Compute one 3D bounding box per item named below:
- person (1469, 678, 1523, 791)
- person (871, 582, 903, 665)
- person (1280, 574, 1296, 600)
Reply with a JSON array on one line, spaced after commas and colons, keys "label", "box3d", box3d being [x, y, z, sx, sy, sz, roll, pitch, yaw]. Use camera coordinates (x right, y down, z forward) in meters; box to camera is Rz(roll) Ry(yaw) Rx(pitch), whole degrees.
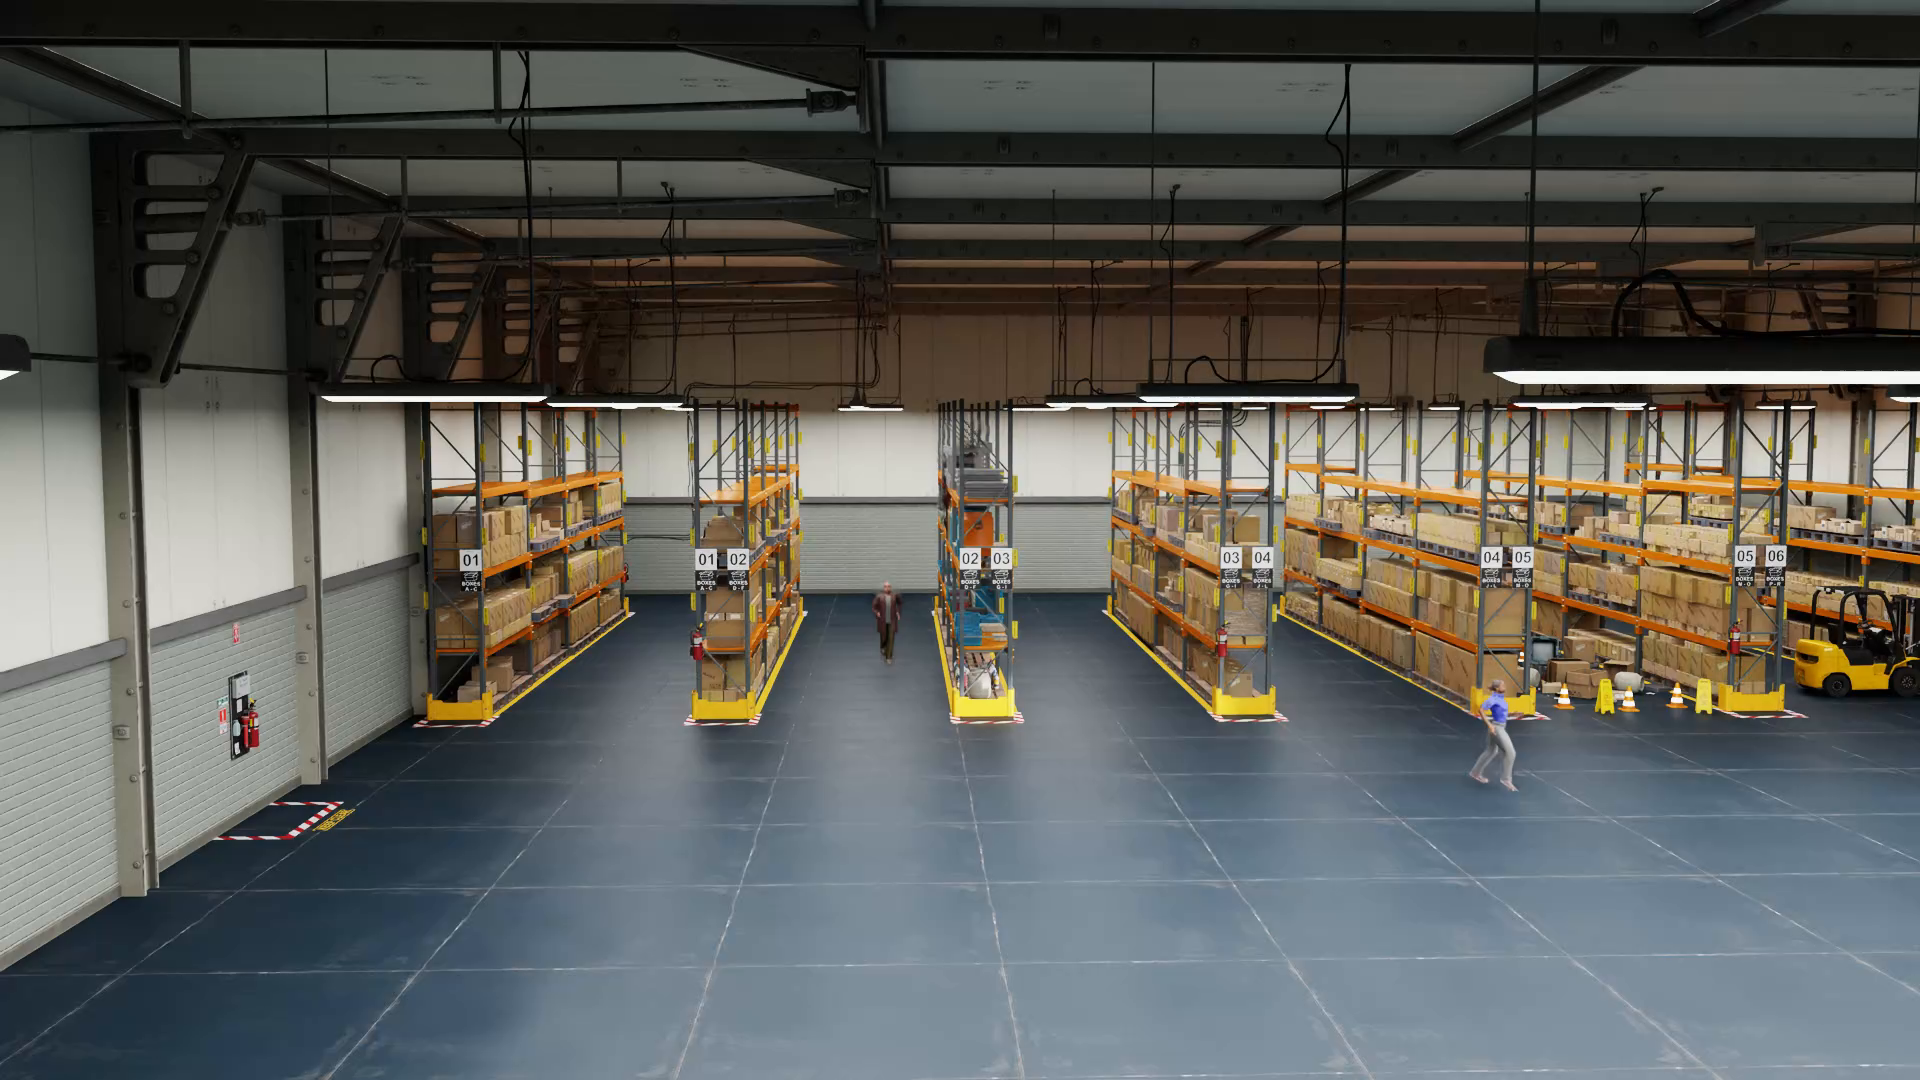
[{"label": "person", "box3d": [8.197, 2.969, 25.423, 0.768, 1.720, 0.545, 2, 5, 20]}, {"label": "person", "box3d": [-1.581, 1.801, 36.312, 0.711, 1.780, 0.923, -1, 4, -9]}, {"label": "person", "box3d": [9.756, 1.150, 48.922, 0.676, 1.752, 0.679, -1, 4, -11]}]
